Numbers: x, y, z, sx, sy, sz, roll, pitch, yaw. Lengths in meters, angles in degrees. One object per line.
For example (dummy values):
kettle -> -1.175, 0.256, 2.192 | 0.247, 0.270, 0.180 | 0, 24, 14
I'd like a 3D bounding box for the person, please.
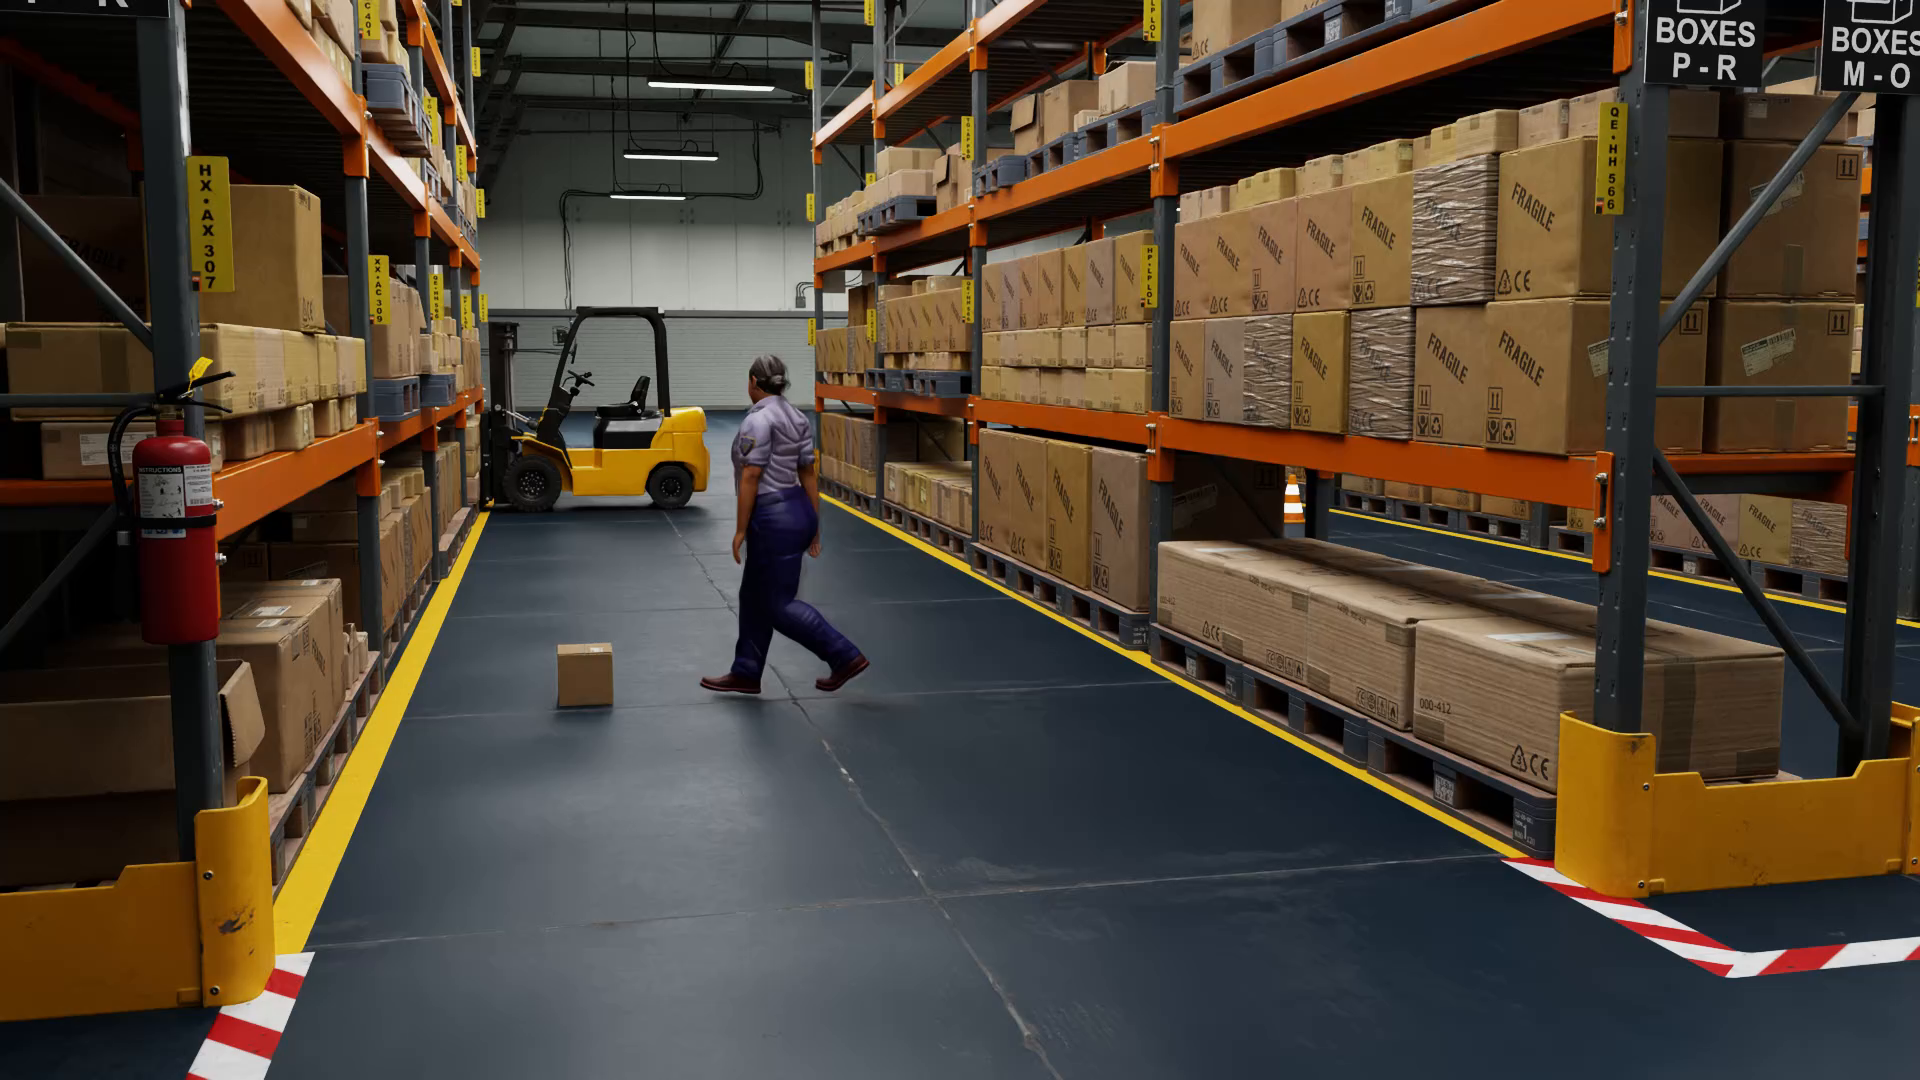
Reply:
person -> -0.842, -0.059, 7.787 | 0.858, 1.613, 0.488 | 2, 6, 14
